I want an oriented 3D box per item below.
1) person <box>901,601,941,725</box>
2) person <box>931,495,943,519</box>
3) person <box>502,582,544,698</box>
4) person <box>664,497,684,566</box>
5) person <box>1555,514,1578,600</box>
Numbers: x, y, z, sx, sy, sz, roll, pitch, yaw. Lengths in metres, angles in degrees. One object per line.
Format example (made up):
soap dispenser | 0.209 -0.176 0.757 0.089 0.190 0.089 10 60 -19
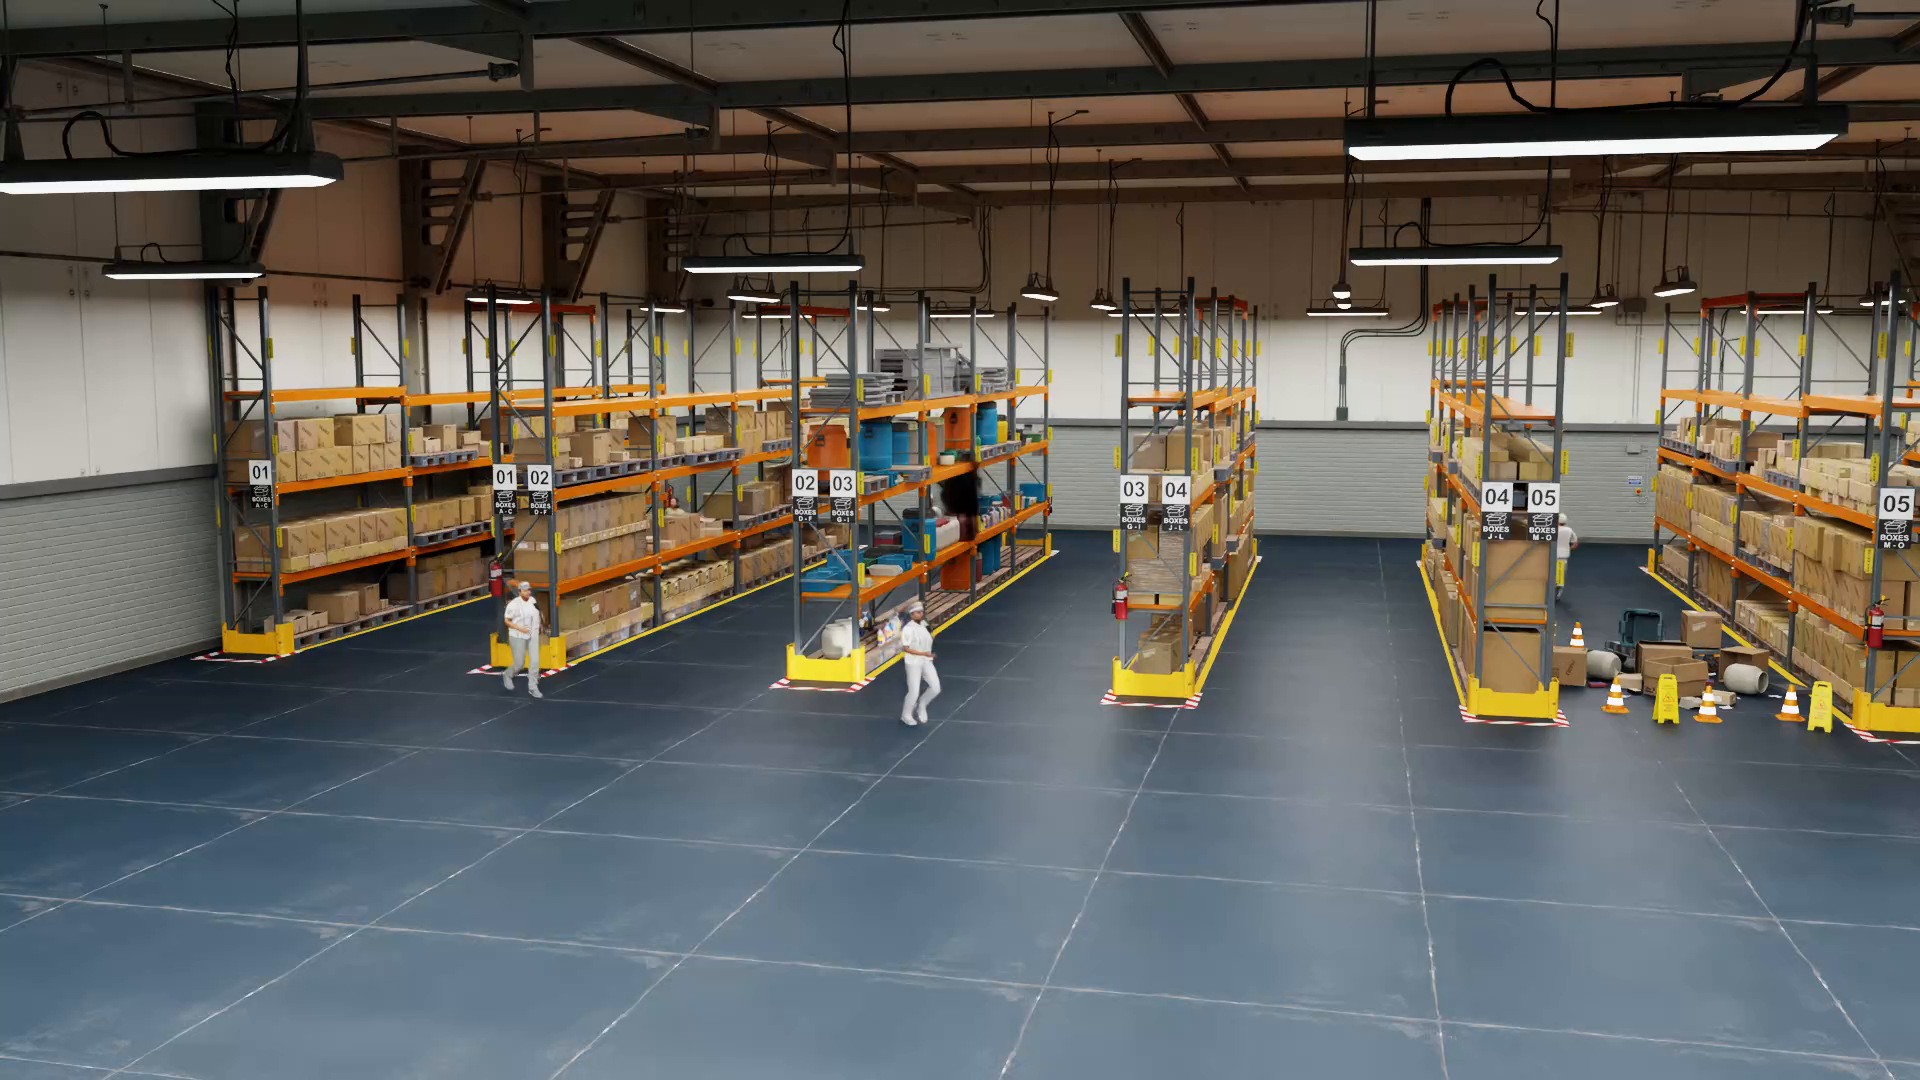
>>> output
person | -0.510 1.639 22.057 0.557 1.673 0.653 -5 8 -38
person | -0.702 -0.134 37.102 0.672 1.785 0.916 1 7 12
person | -6.330 1.426 24.122 0.777 1.676 0.631 6 9 43
person | -6.413 -0.120 37.410 0.562 1.729 0.762 0 7 2
person | 11.948 0.332 33.164 0.652 1.738 0.616 0 7 4
